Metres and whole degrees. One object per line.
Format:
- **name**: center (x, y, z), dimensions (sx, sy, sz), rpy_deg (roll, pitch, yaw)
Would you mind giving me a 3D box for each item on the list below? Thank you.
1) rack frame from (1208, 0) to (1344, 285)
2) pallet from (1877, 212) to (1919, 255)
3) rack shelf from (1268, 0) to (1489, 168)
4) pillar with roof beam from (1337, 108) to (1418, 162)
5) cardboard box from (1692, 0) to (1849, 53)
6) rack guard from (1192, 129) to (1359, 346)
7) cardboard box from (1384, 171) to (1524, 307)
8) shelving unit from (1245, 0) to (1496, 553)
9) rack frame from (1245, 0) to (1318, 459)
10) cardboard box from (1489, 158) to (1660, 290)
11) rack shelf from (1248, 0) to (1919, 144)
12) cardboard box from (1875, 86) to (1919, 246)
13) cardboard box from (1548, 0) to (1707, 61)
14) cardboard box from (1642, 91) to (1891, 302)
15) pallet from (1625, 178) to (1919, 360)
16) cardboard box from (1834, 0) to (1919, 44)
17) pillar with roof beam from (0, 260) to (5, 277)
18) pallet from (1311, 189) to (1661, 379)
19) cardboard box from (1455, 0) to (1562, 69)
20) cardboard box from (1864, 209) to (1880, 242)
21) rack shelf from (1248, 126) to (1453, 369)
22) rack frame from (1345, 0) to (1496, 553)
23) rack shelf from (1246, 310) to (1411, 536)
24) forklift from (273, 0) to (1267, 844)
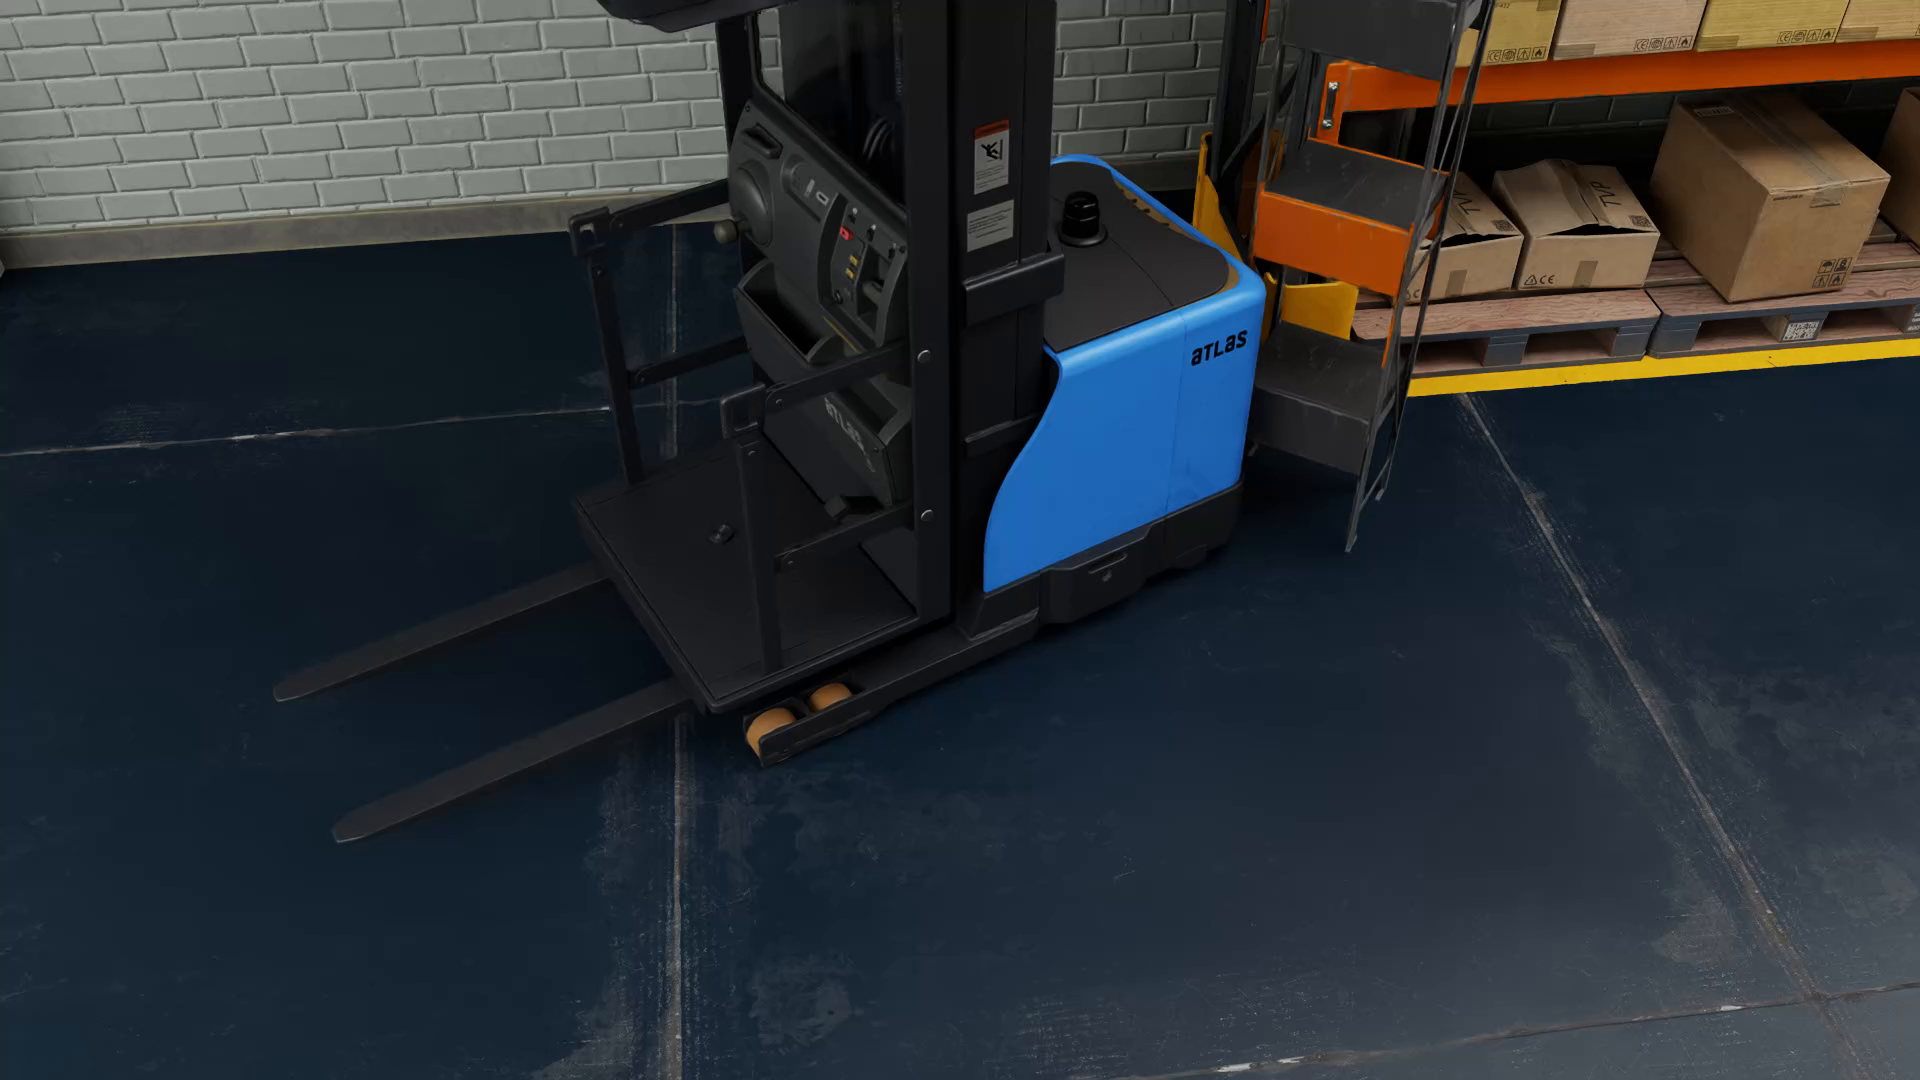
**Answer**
- **rack frame**: center (1.154, -2.047, 5.780), dimensions (0.127, 3.000, 1.000), rpy_deg (-5, 42, -6)
- **pallet**: center (4.459, -1.277, 7.008), dimensions (1.213, 0.211, 1.003), rpy_deg (-5, 42, -6)
- **rack shelf**: center (1.213, -1.444, 4.759), dimensions (0.480, 0.518, 0.431), rpy_deg (21, 46, 21)
- **pillar with roof beam**: center (2.294, -2.051, 1.305), dimensions (0.400, 9.000, 9.100), rpy_deg (-5, 42, -6)
- **cardboard box**: center (2.698, -1.925, 5.741), dimensions (0.500, 0.250, 0.500), rpy_deg (-6, 42, -6)
- **rack guard**: center (1.229, -1.125, 6.624), dimensions (0.348, 0.500, 1.175), rpy_deg (-5, 42, -6)
- **cardboard box**: center (1.852, -1.212, 6.533), dimensions (0.500, 0.311, 0.500), rpy_deg (-9, 43, -10)
- **shelving unit**: center (1.213, -0.934, 5.218), dimensions (0.503, 2.100, 0.431), rpy_deg (21, 46, 21)
- **rack frame**: center (1.001, -1.015, 5.307), dimensions (0.015, 2.100, 0.400), rpy_deg (21, 46, 21)
- **cardboard box**: center (2.417, -1.261, 6.588), dimensions (0.500, 0.311, 0.500), rpy_deg (-2, 42, -2)
- **rack shelf**: center (3.137, -1.953, 6.213), dimensions (4.000, 0.370, 1.077), rpy_deg (-5, 42, -6)
- **cardboard box**: center (4.096, -1.513, 6.725), dimensions (0.500, 0.500, 0.500), rpy_deg (-8, 43, -9)
- **cardboard box**: center (2.192, -1.885, 5.697), dimensions (0.500, 0.250, 0.500), rpy_deg (-6, 42, -7)
- **cardboard box**: center (3.151, -1.362, 6.558), dimensions (0.500, 0.500, 0.700), rpy_deg (-7, 43, -8)
- **pallet**: center (3.247, -1.169, 6.888), dimensions (1.213, 0.211, 1.003), rpy_deg (-5, 42, -6)
- **cardboard box**: center (3.200, -1.967, 5.788), dimensions (0.500, 0.250, 0.500), rpy_deg (-5, 42, -5)
- **pillar with roof beam**: center (-3.655, -1.530, 0.727), dimensions (0.400, 9.000, 9.100), rpy_deg (-5, 42, -6)
- **pallet**: center (2.040, -1.065, 6.773), dimensions (1.213, 0.211, 1.003), rpy_deg (-5, 42, -6)
- **cardboard box**: center (1.679, -1.830, 5.636), dimensions (0.500, 0.250, 0.500), rpy_deg (-6, 42, -7)
- **cardboard box**: center (3.532, -1.373, 6.833), dimensions (0.250, 0.149, 0.380), rpy_deg (-8, 43, -9)
- **rack shelf**: center (1.213, -0.924, 5.227), dimensions (0.480, 0.518, 0.431), rpy_deg (21, 46, 21)
- **rack frame**: center (1.425, -0.854, 5.129), dimensions (0.015, 2.100, 0.400), rpy_deg (21, 46, 21)
- **rack shelf**: center (1.213, -0.404, 5.696), dimensions (0.480, 0.518, 0.431), rpy_deg (21, 46, 21)
- **forklift**: center (-0.576, -0.825, 4.476), dimensions (3.031, 2.935, 1.130), rpy_deg (-23, 47, -23)
